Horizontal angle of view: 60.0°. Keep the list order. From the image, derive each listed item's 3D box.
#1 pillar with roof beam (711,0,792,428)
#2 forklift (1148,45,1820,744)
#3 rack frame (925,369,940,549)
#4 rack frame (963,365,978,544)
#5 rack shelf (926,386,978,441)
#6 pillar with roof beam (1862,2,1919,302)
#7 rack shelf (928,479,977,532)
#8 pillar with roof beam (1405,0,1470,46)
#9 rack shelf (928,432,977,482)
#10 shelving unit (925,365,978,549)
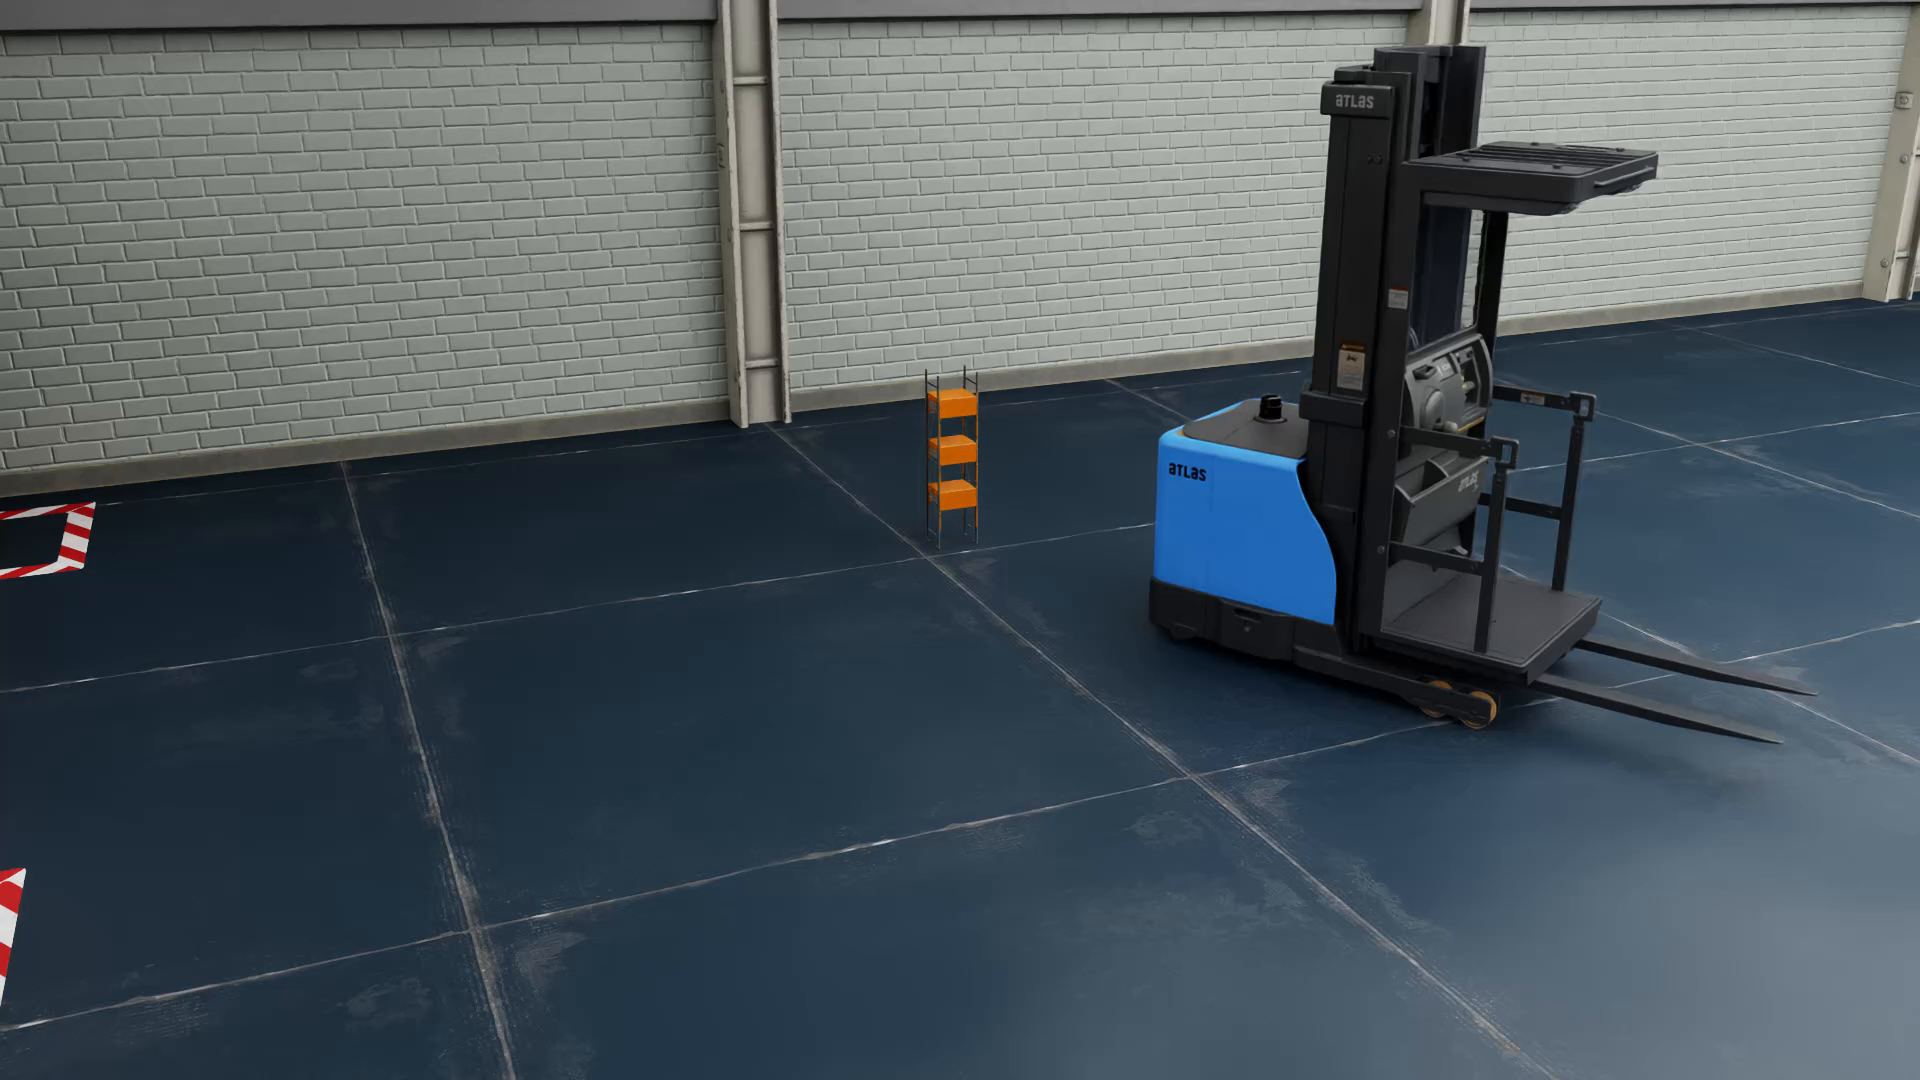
[{"bbox_3d":[0.193,-3.840,7.380,0.400,9.000,9.100,-8,21,-22],"label":"pillar with roof beam"},{"bbox_3d":[2.449,-0.722,7.658,3.031,2.935,1.130,15,24,36],"label":"forklift"},{"bbox_3d":[-0.161,-0.472,9.782,0.008,1.050,0.200,-8,21,-22],"label":"rack frame"},{"bbox_3d":[0.063,-0.504,9.873,0.008,1.050,0.200,-8,21,-22],"label":"rack frame"},{"bbox_3d":[-0.049,-0.746,9.737,0.240,0.259,0.215,-8,21,-22],"label":"rack shelf"},{"bbox_3d":[11.212,-5.419,11.863,0.400,9.000,9.100,-8,21,-22],"label":"pillar with roof beam"},{"bbox_3d":[-0.049,-0.216,9.923,0.240,0.259,0.215,-8,21,-22],"label":"rack shelf"},{"bbox_3d":[5.702,-4.630,9.621,0.400,9.000,9.100,-8,21,-22],"label":"pillar with roof beam"},{"bbox_3d":[-0.049,-0.478,9.831,0.240,0.259,0.215,-8,21,-22],"label":"rack shelf"},{"bbox_3d":[-0.049,-0.488,9.828,0.252,1.050,0.215,-8,21,-22],"label":"shelving unit"}]
